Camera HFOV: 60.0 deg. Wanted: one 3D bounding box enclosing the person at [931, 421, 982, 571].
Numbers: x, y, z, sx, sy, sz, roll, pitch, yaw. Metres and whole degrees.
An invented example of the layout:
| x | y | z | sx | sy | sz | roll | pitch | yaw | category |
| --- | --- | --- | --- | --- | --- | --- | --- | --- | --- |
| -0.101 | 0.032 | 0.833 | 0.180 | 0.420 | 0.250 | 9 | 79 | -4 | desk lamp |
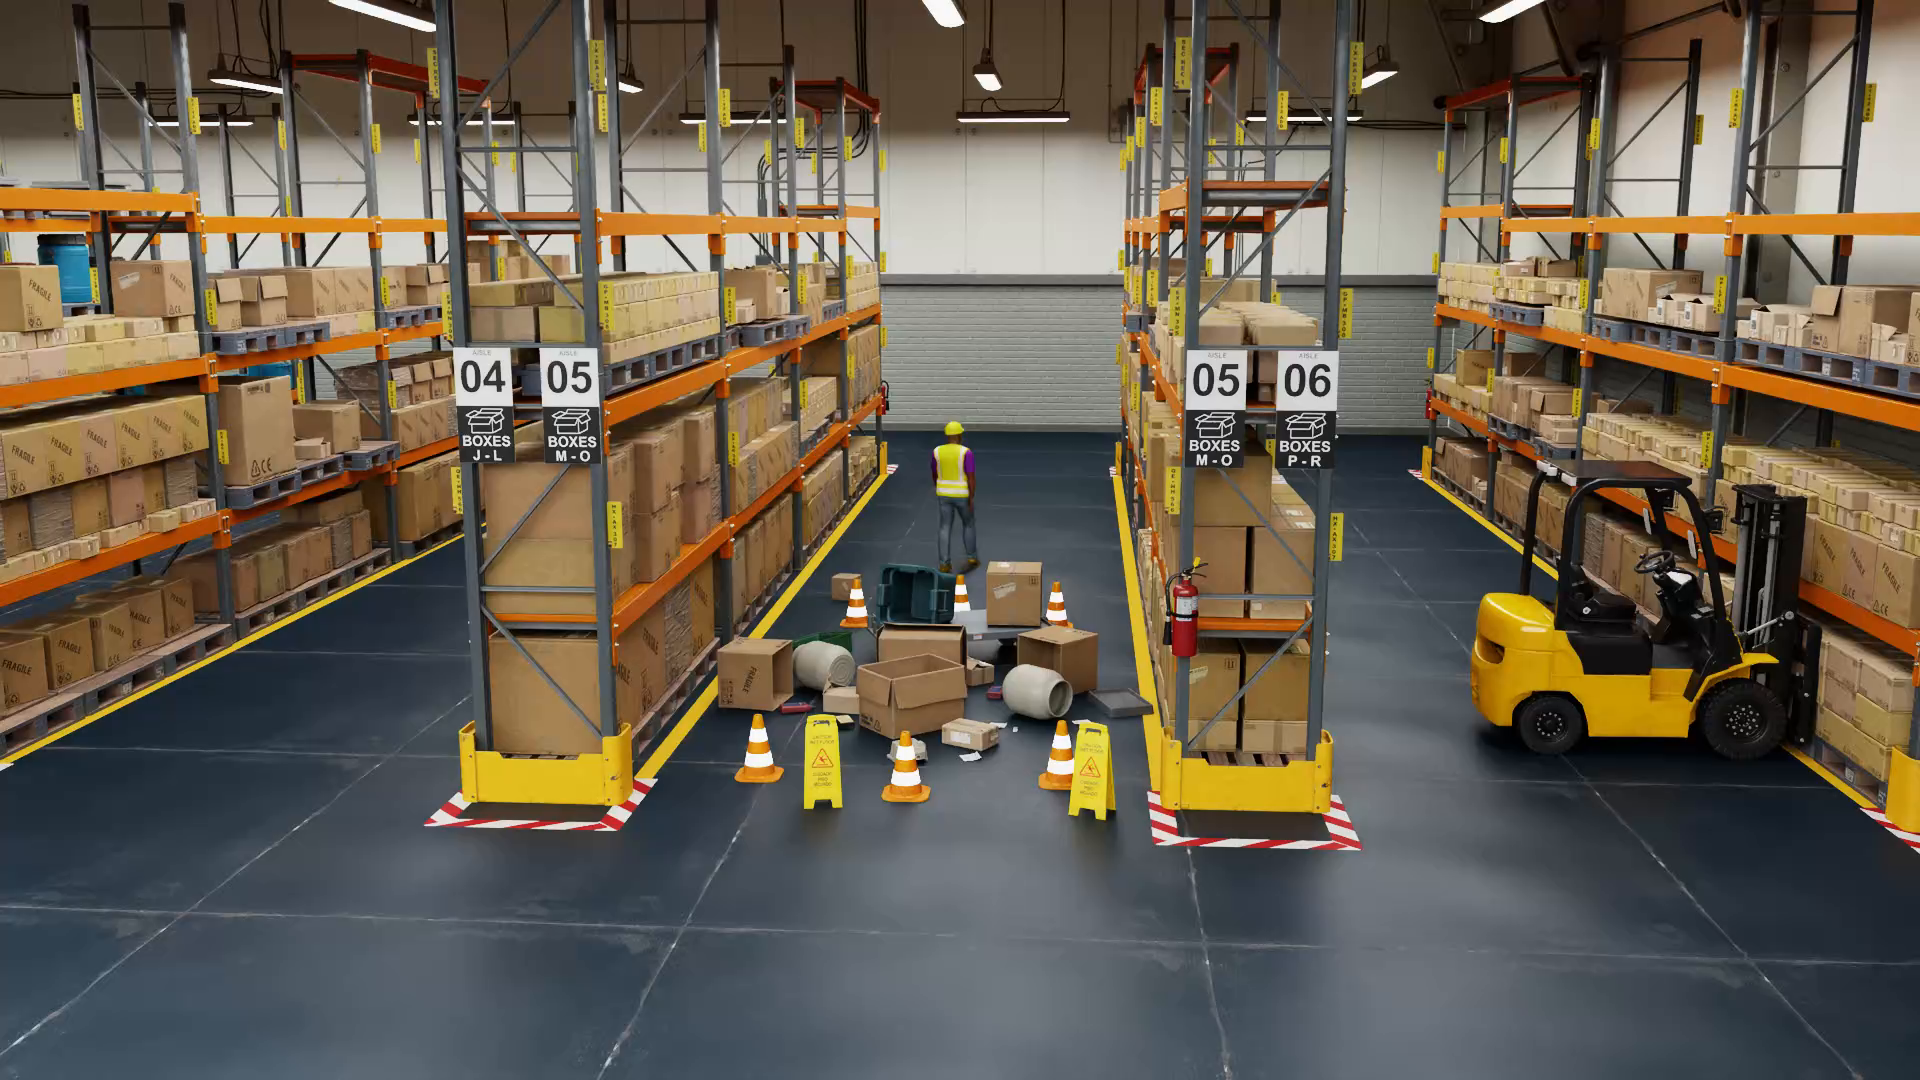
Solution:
| x | y | z | sx | sy | sz | roll | pitch | yaw | category |
| --- | --- | --- | --- | --- | --- | --- | --- | --- | --- |
| -0.041 | -0.522 | 19.632 | 0.584 | 1.777 | 0.844 | 4 | 11 | 19 | person |
